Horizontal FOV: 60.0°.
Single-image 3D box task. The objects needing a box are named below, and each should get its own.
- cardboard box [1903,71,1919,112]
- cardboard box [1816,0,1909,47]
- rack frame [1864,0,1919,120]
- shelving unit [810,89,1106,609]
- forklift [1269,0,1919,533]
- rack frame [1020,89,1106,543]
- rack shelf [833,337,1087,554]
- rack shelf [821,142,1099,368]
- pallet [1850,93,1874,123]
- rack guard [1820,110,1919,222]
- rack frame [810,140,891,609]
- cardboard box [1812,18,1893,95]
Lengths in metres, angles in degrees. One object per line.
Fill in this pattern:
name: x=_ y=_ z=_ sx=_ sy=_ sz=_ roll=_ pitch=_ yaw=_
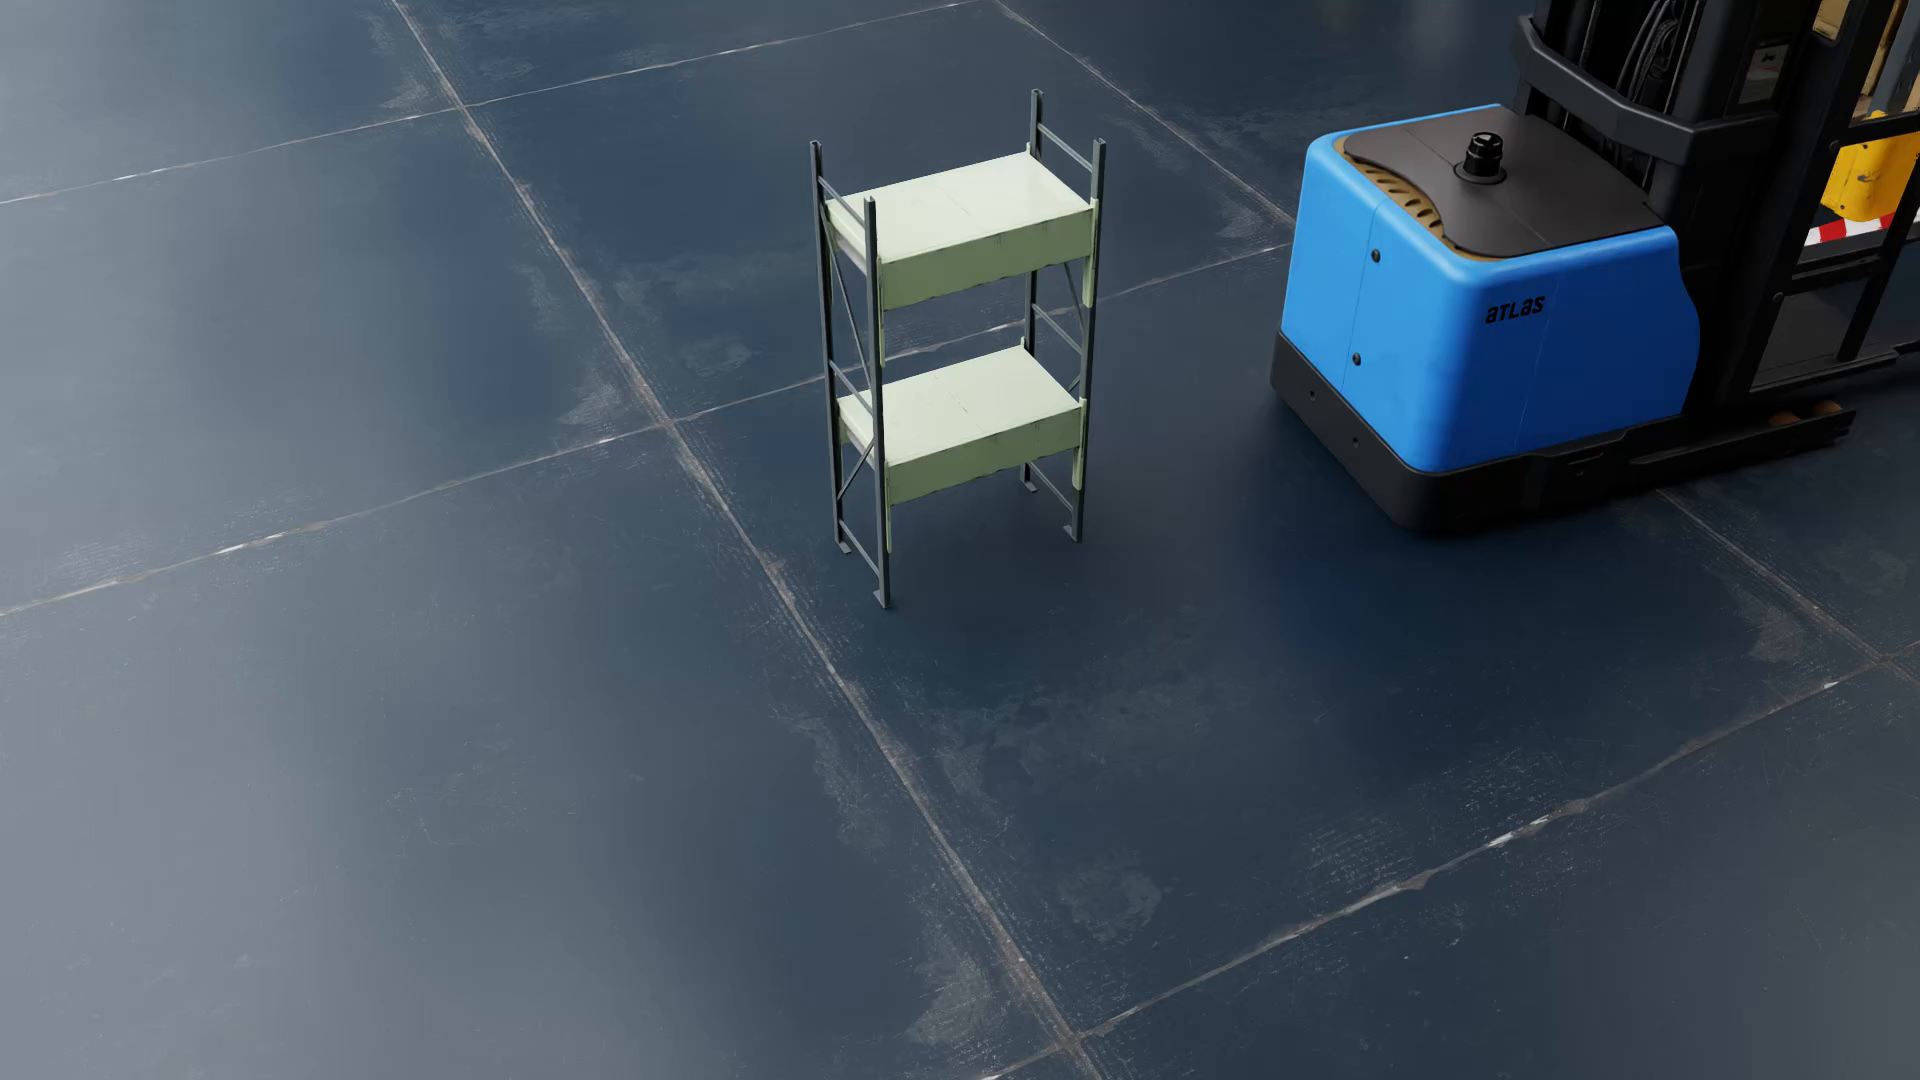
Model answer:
cardboard box: x=4.656 y=-2.107 z=7.720 sx=0.500 sy=0.250 sz=0.500 roll=-19 pitch=44 yaw=-21
cardboard box: x=4.403 y=-2.699 z=7.840 sx=0.500 sy=0.500 sz=0.500 roll=-18 pitch=44 yaw=-20
rack frame: x=3.813 y=-2.914 z=6.870 sx=0.127 sy=3.000 sz=1.000 roll=-19 pitch=44 yaw=-21
shelving unit: x=-0.006 y=-0.570 z=5.263 sx=0.755 sy=1.500 sz=0.431 roll=-19 pitch=44 yaw=-21
forklift: x=2.755 y=-1.732 z=5.528 sx=3.031 sy=2.935 sz=1.130 roll=-13 pitch=42 yaw=-15
rack frame: x=0.319 y=-0.680 z=5.392 sx=0.023 sy=1.500 sz=0.400 roll=-19 pitch=44 yaw=-21
rack shelf: x=-0.006 y=-0.322 z=5.474 sx=0.720 sy=0.370 sz=0.431 roll=-19 pitch=44 yaw=-21
rack shelf: x=-0.006 y=-0.868 z=5.011 sx=0.720 sy=0.370 sz=0.431 roll=-19 pitch=44 yaw=-21
pallet: x=4.617 y=-2.094 z=8.061 sx=1.213 sy=0.211 sz=1.003 roll=-19 pitch=44 yaw=-21
rack guard: x=3.880 y=-1.982 z=7.705 sx=0.348 sy=0.500 sz=1.175 roll=-19 pitch=44 yaw=-21
rack frame: x=-0.331 y=-0.461 z=5.134 sx=0.023 sy=1.500 sz=0.400 roll=-19 pitch=44 yaw=-21
cardboard box: x=4.427 y=-2.427 z=8.099 sx=0.500 sy=0.250 sz=0.500 roll=-19 pitch=44 yaw=-21
